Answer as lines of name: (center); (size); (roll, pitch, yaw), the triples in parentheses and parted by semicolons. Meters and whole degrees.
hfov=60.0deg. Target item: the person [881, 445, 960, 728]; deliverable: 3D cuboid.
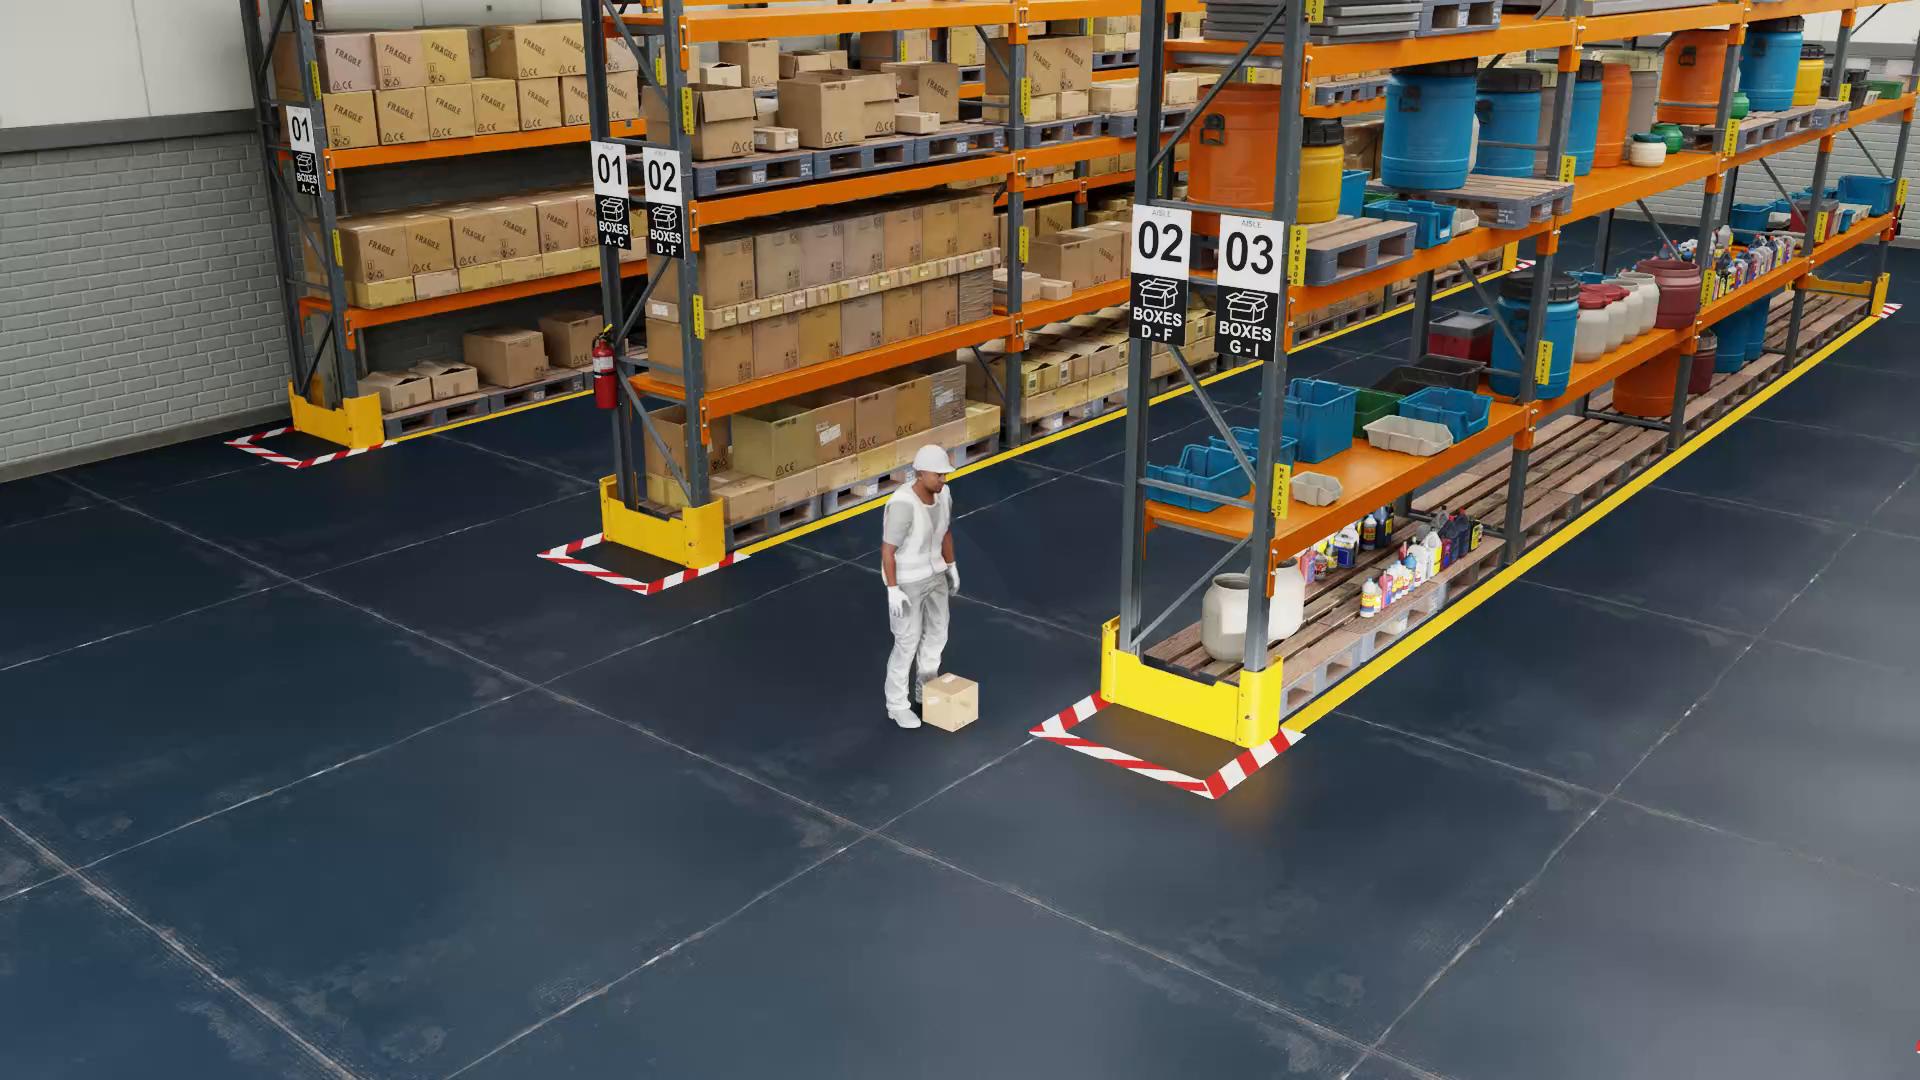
person: (-0.236, 0.257, 10.352); (0.452, 1.774, 0.629); (16, 25, 37)
